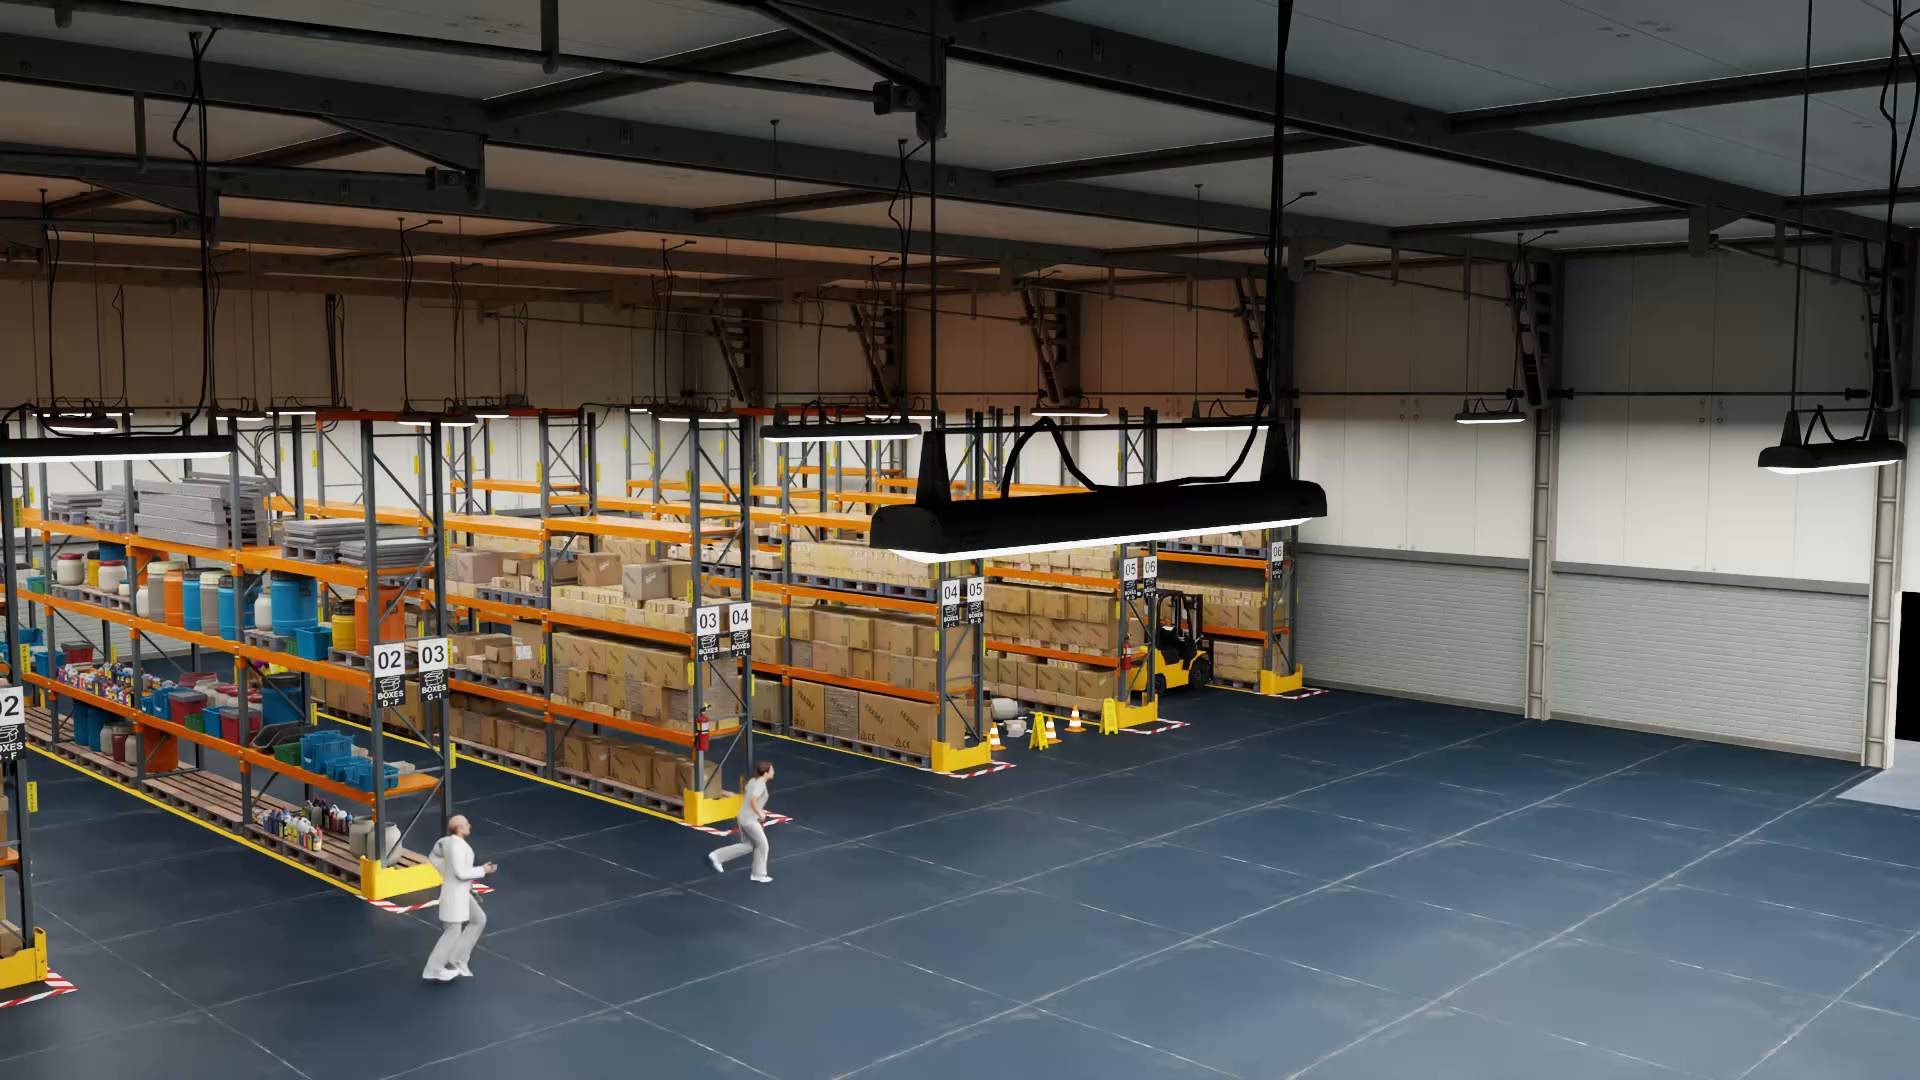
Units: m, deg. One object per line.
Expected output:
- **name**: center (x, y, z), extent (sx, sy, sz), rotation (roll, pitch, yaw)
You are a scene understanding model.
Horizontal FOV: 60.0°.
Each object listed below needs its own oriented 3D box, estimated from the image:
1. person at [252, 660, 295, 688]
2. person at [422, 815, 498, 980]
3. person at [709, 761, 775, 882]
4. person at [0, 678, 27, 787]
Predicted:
- **person**: center (-12.664, 2.723, 30.852), extent (0.718, 1.788, 0.685), rotation (4, 6, 37)
- **person**: center (-5.419, 3.875, 18.008), extent (0.810, 1.800, 0.662), rotation (-1, 5, -15)
- **person**: center (-2.804, 3.661, 21.407), extent (0.860, 1.621, 0.562), rotation (-1, 5, -12)
- **person**: center (-15.282, 3.093, 26.648), extent (0.653, 1.780, 0.849), rotation (-5, 7, -44)
